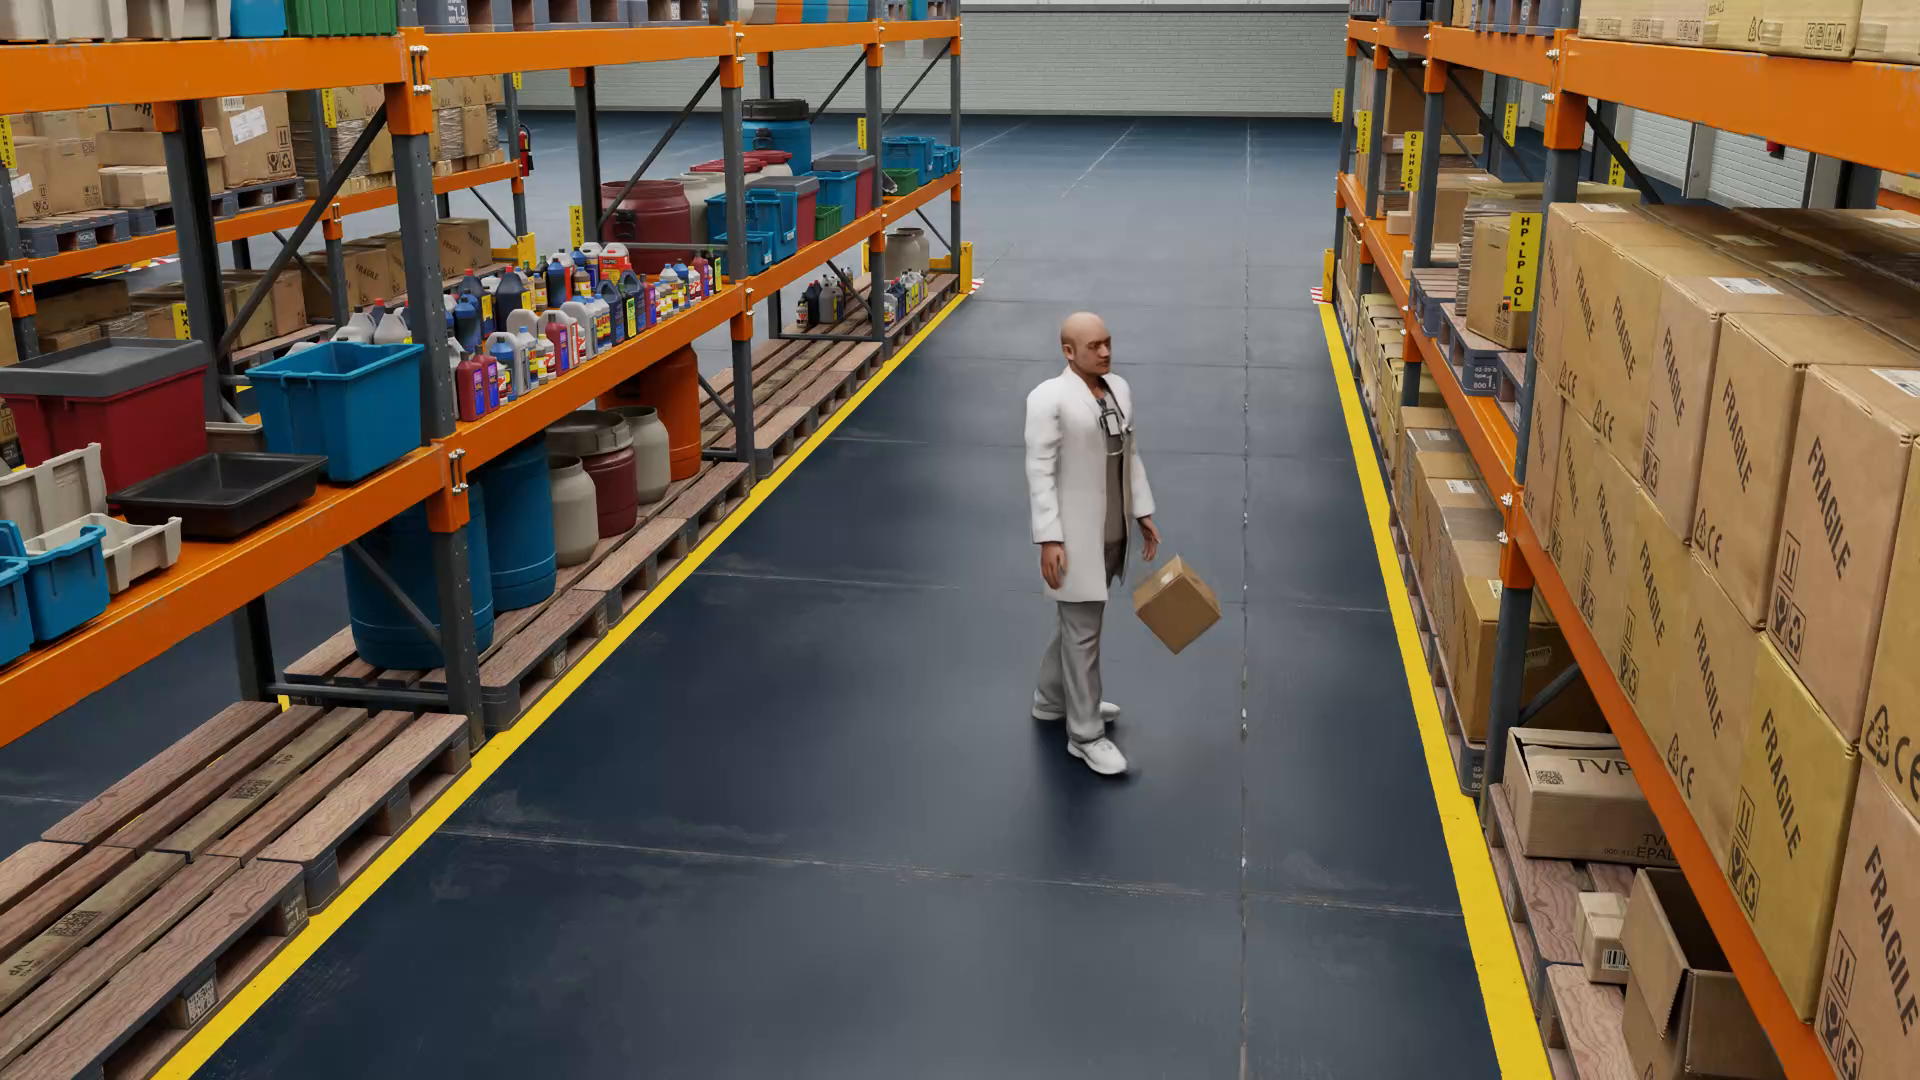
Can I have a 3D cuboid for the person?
[{"bbox_3d":[0.526,-0.011,6.596,0.665,1.776,0.658,15,23,39],"label":"person"}]
